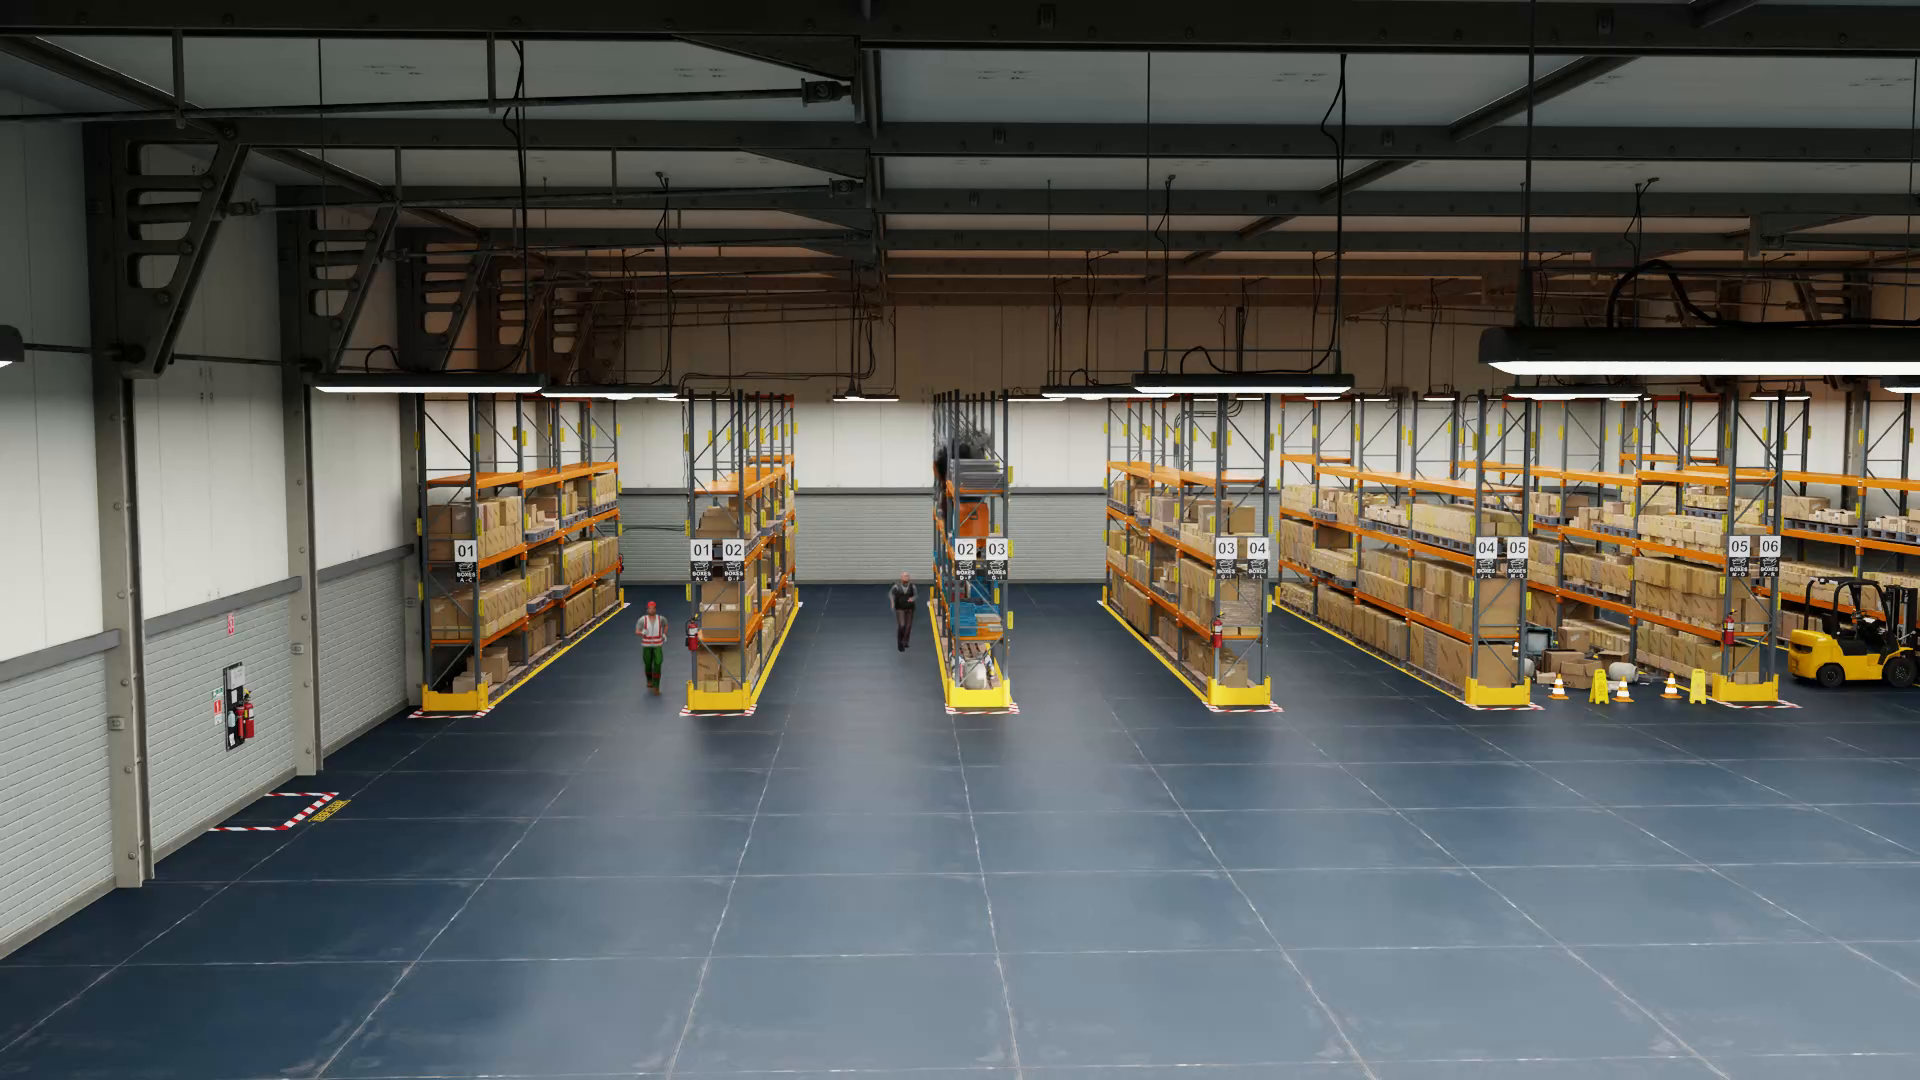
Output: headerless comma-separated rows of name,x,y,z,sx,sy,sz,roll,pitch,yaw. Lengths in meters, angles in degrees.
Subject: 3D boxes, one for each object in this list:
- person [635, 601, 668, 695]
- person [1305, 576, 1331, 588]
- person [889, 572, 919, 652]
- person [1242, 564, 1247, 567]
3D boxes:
person,-6.091,2.112,32.915,0.652,1.793,0.914,-1,5,-12
person,10.471,0.866,49.041,0.908,1.699,0.682,0,5,-3
person,-1.224,1.595,36.822,0.633,1.763,0.677,-1,5,-12
person,7.905,1.072,46.474,0.729,1.765,0.908,0,5,3
